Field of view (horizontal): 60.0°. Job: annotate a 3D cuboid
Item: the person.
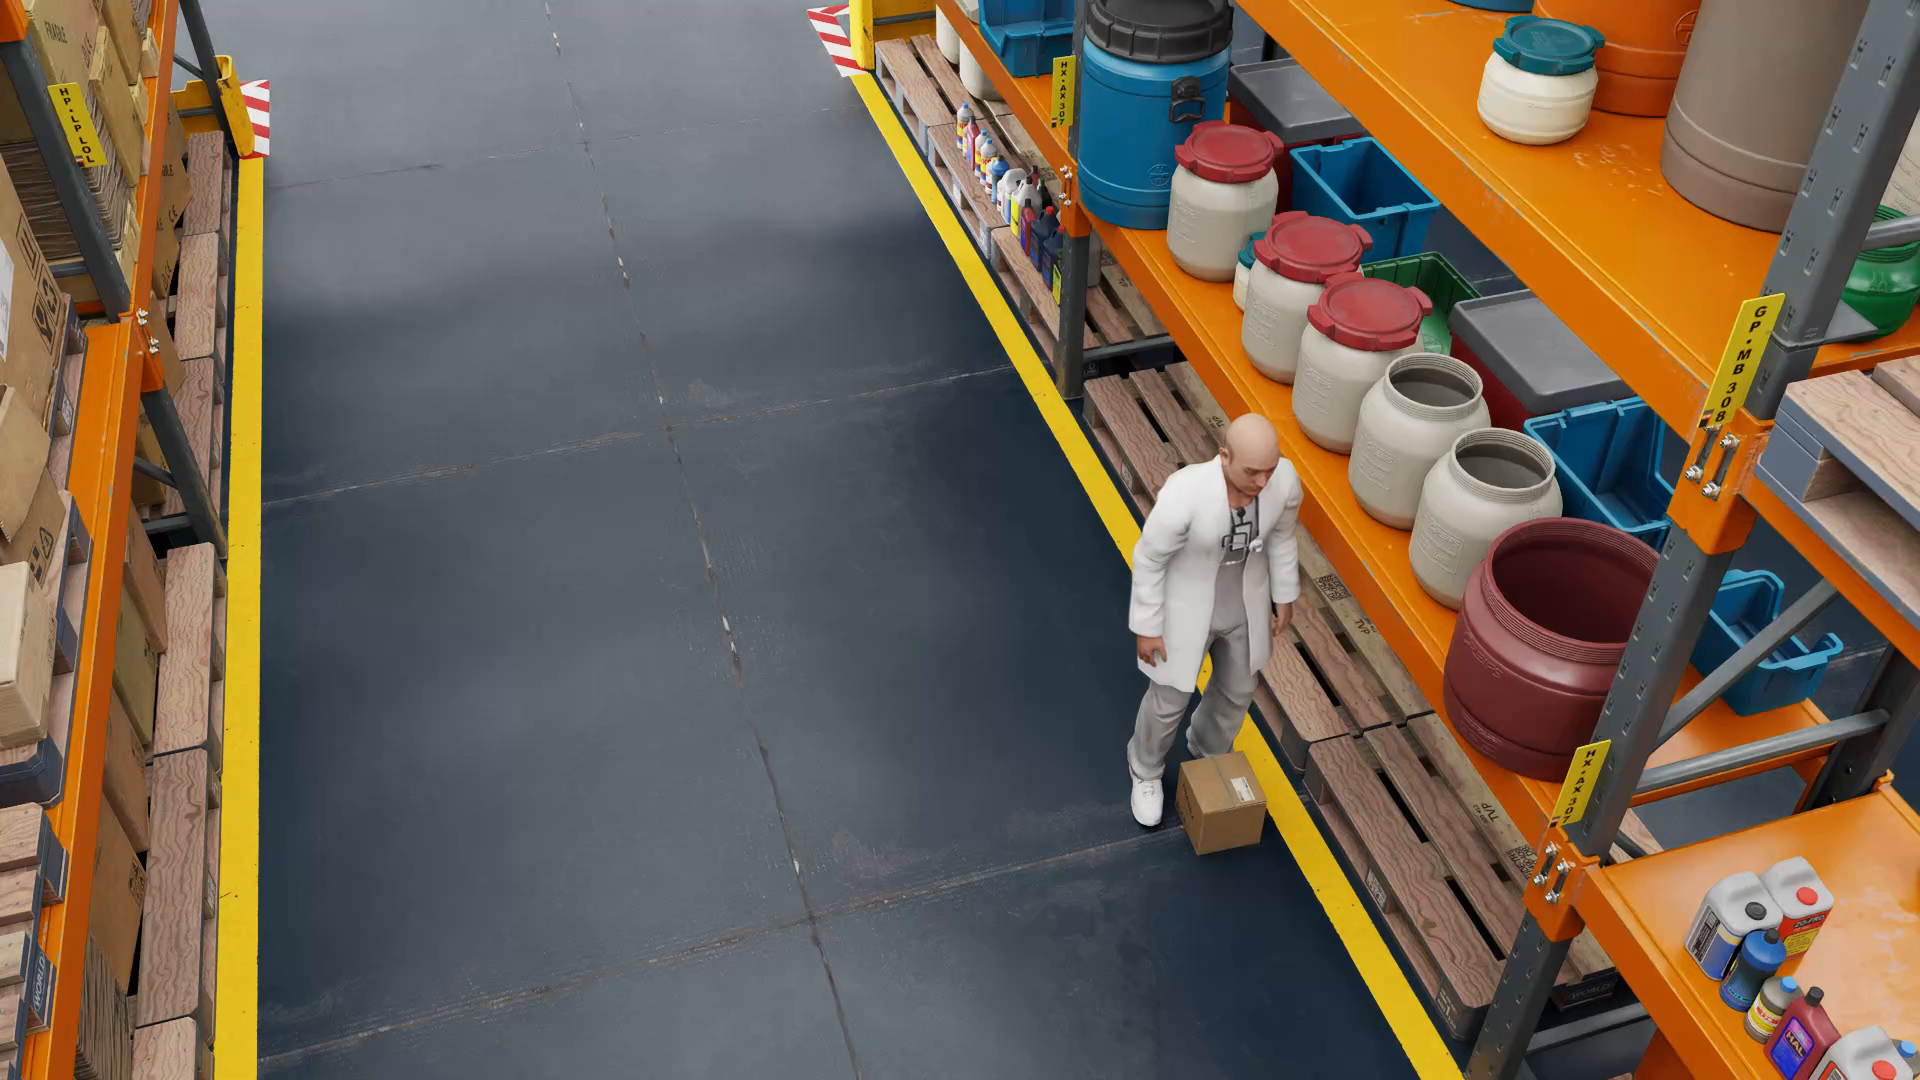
[{"bbox_3d":[0.898,0.253,5.887,0.652,1.774,0.416,-13,43,-14],"label":"person"}]
